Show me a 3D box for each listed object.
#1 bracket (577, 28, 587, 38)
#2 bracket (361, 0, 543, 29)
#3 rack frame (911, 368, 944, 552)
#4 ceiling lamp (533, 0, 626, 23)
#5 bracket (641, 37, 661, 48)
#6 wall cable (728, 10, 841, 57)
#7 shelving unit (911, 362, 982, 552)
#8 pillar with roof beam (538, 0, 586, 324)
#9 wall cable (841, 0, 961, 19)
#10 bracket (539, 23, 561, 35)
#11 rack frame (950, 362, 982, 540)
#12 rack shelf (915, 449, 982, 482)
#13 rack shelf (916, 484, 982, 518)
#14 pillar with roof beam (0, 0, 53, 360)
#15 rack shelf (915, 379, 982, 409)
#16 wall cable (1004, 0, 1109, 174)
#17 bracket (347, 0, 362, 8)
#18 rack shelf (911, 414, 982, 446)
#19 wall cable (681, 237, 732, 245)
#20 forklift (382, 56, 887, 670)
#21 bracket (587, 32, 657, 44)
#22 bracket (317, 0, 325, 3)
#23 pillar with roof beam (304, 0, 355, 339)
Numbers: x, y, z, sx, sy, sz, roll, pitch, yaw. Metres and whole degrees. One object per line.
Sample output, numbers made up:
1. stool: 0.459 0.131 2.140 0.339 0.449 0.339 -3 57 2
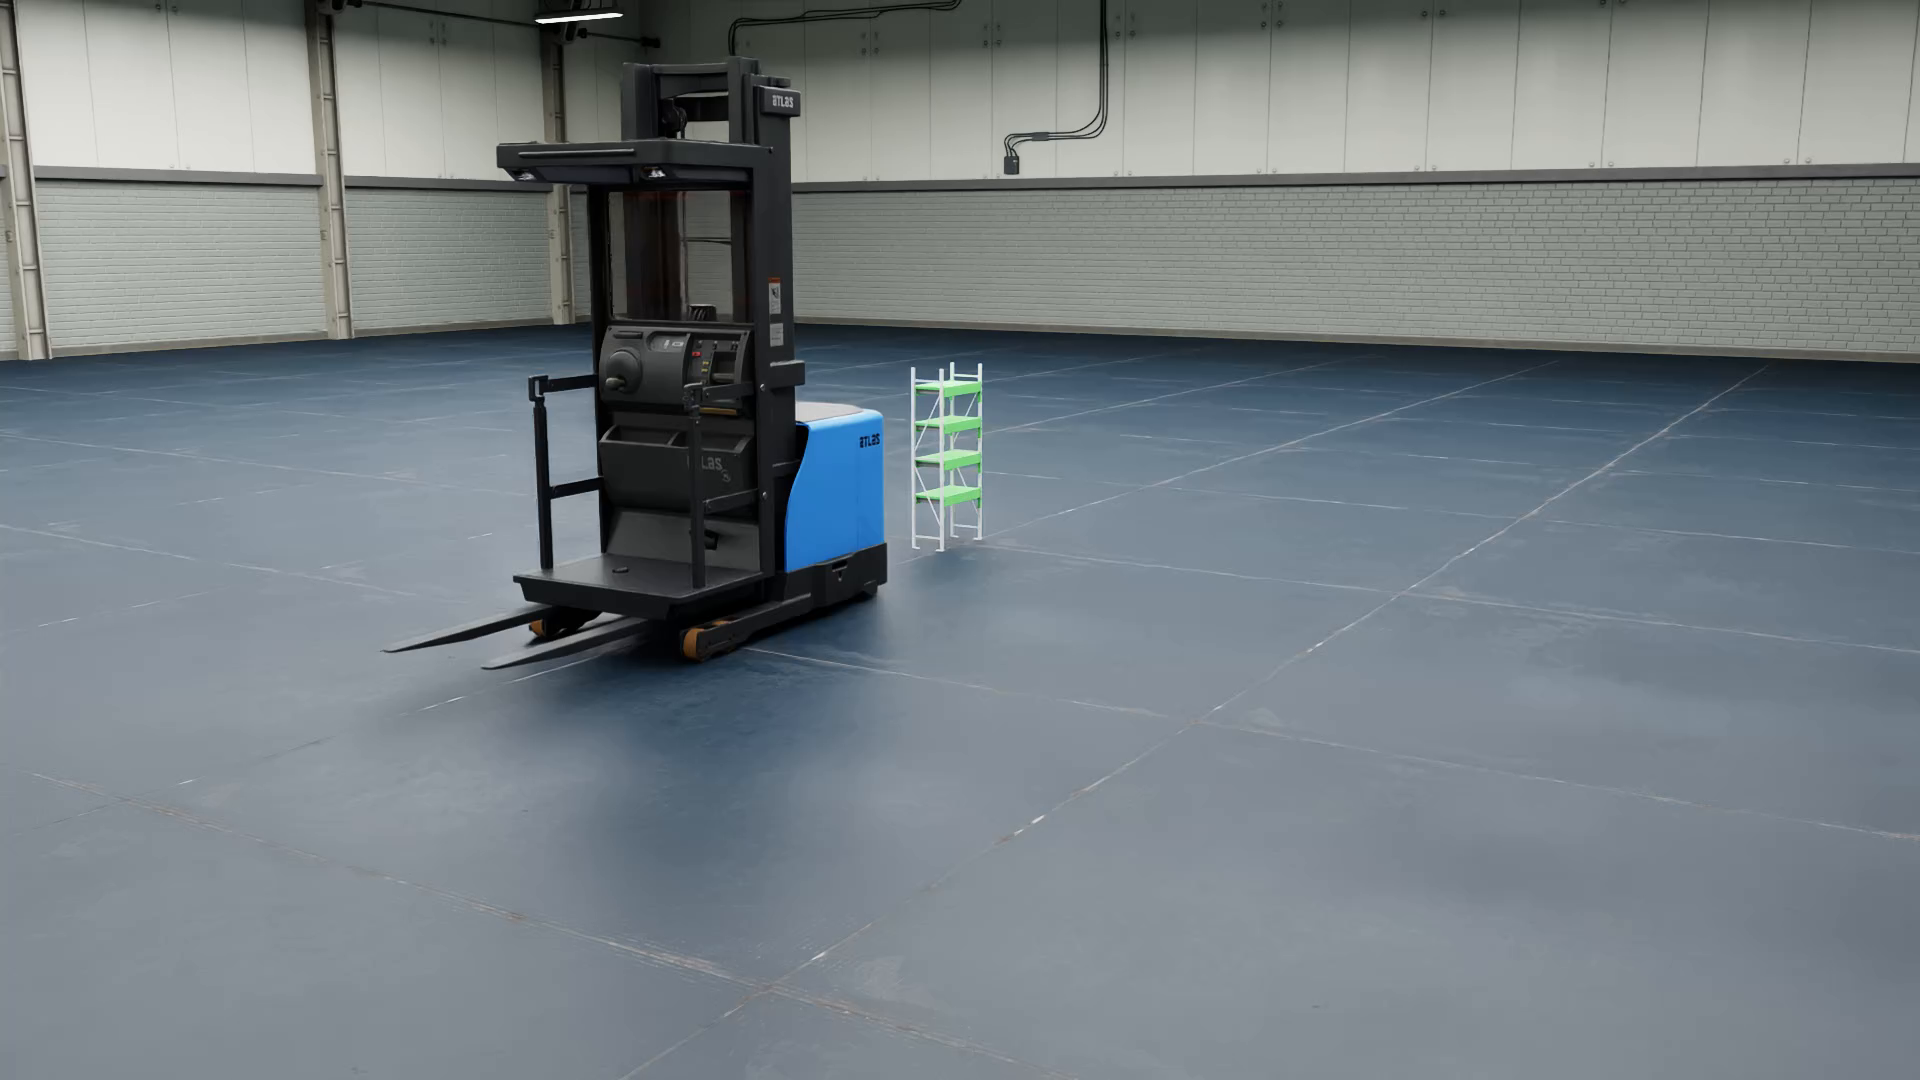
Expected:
1. bracket: -8.344 -11.064 36.234 0.235 0.232 0.430 6 12 31
2. bracket: -10.113 -10.529 33.372 0.076 0.066 4.783 6 12 31
3. rack frame: -0.213 -0.525 10.914 0.240 1.200 0.015 6 12 31
4. ceiling lamp: -6.810 -11.072 30.190 2.000 3.185 0.800 6 12 31
5. bracket: -7.114 -11.437 38.225 0.235 0.232 0.430 6 12 31
6. wall cable: -3.891 -10.299 36.638 3.097 2.526 0.112 6 12 31
7. shelving unit: -0.086 -0.564 11.119 0.258 1.200 0.503 6 12 31
8. pillar with roof beam: -5.184 -8.853 34.201 9.100 9.000 0.548 6 12 31
9. wall cable: -1.246 -12.239 34.640 3.097 2.526 0.112 6 12 31
10. bracket: -8.775 -10.934 35.536 0.235 0.232 0.430 6 12 31
11. rack frame: 0.041 -0.602 11.324 0.240 1.200 0.015 6 12 31
12. rack shelf: -0.086 -0.501 11.131 0.258 0.148 0.480 6 12 31
13. rack shelf: -0.086 -0.265 11.175 0.258 0.148 0.480 6 12 31
14. pillar with roof beam: -11.414 -6.965 24.120 9.100 9.000 0.400 6 12 31
15. rack shelf: -0.086 -0.973 11.043 0.258 0.148 0.480 6 12 31
16. wall cable: 1.902 -10.363 33.027 2.305 6.003 0.169 6 12 31
17. bracket: -11.459 -10.121 31.193 0.235 0.232 0.430 6 12 31
18. rack shelf: -0.086 -0.737 11.087 0.258 0.148 0.480 6 12 31
19. wall cable: -6.203 -8.075 38.483 3.097 2.526 0.112 6 12 31
20. forklift: -1.582 -0.938 8.415 1.130 2.935 3.031 6 12 29
21. bracket: -7.420 -11.344 37.728 0.076 0.066 3.189 6 12 31
22. bracket: -11.890 -9.990 30.496 0.235 0.232 0.430 6 12 31
23. pillar with roof beam: -8.299 -7.909 29.160 9.100 9.000 0.548 6 12 31
